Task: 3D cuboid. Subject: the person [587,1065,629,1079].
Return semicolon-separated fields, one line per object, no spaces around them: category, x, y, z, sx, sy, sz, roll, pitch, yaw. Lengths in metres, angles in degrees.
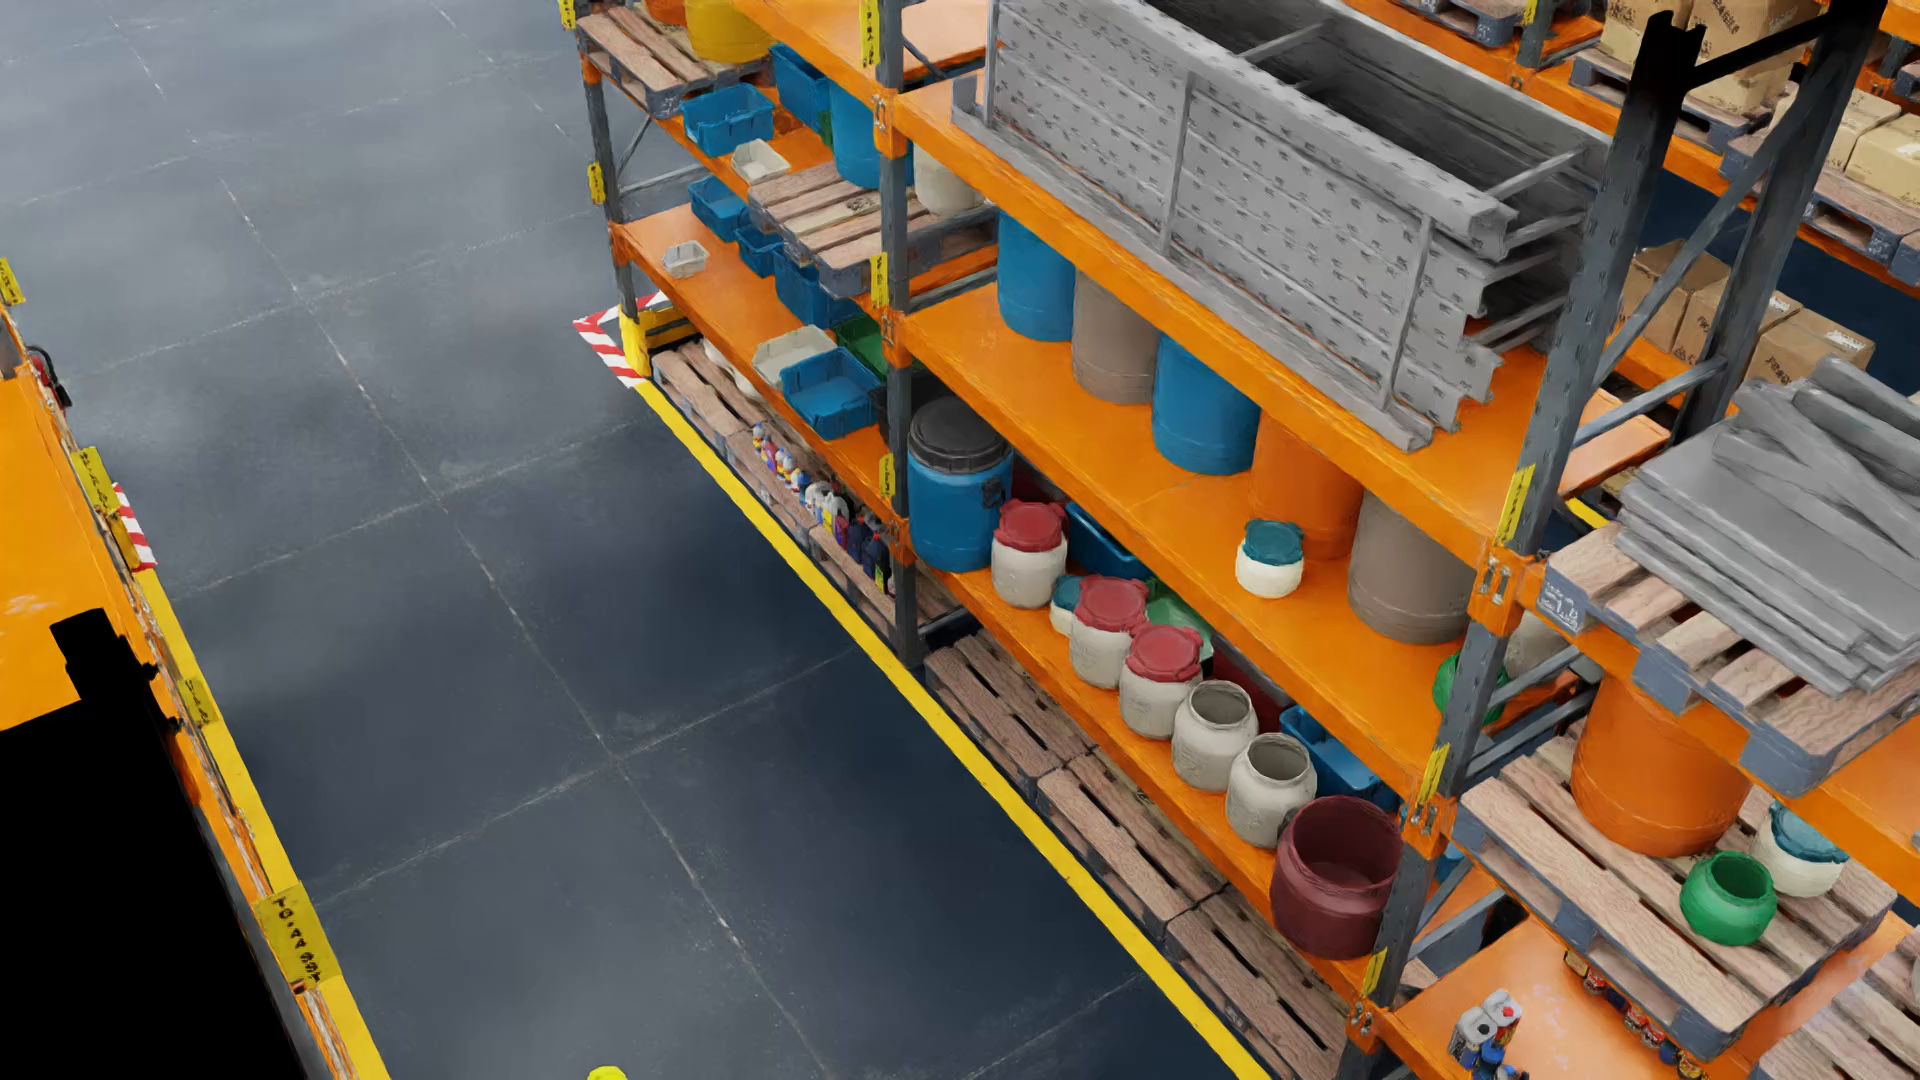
person;-1.366;2.931;7.325;0.718;1.714;0.572;-25;48;-25
